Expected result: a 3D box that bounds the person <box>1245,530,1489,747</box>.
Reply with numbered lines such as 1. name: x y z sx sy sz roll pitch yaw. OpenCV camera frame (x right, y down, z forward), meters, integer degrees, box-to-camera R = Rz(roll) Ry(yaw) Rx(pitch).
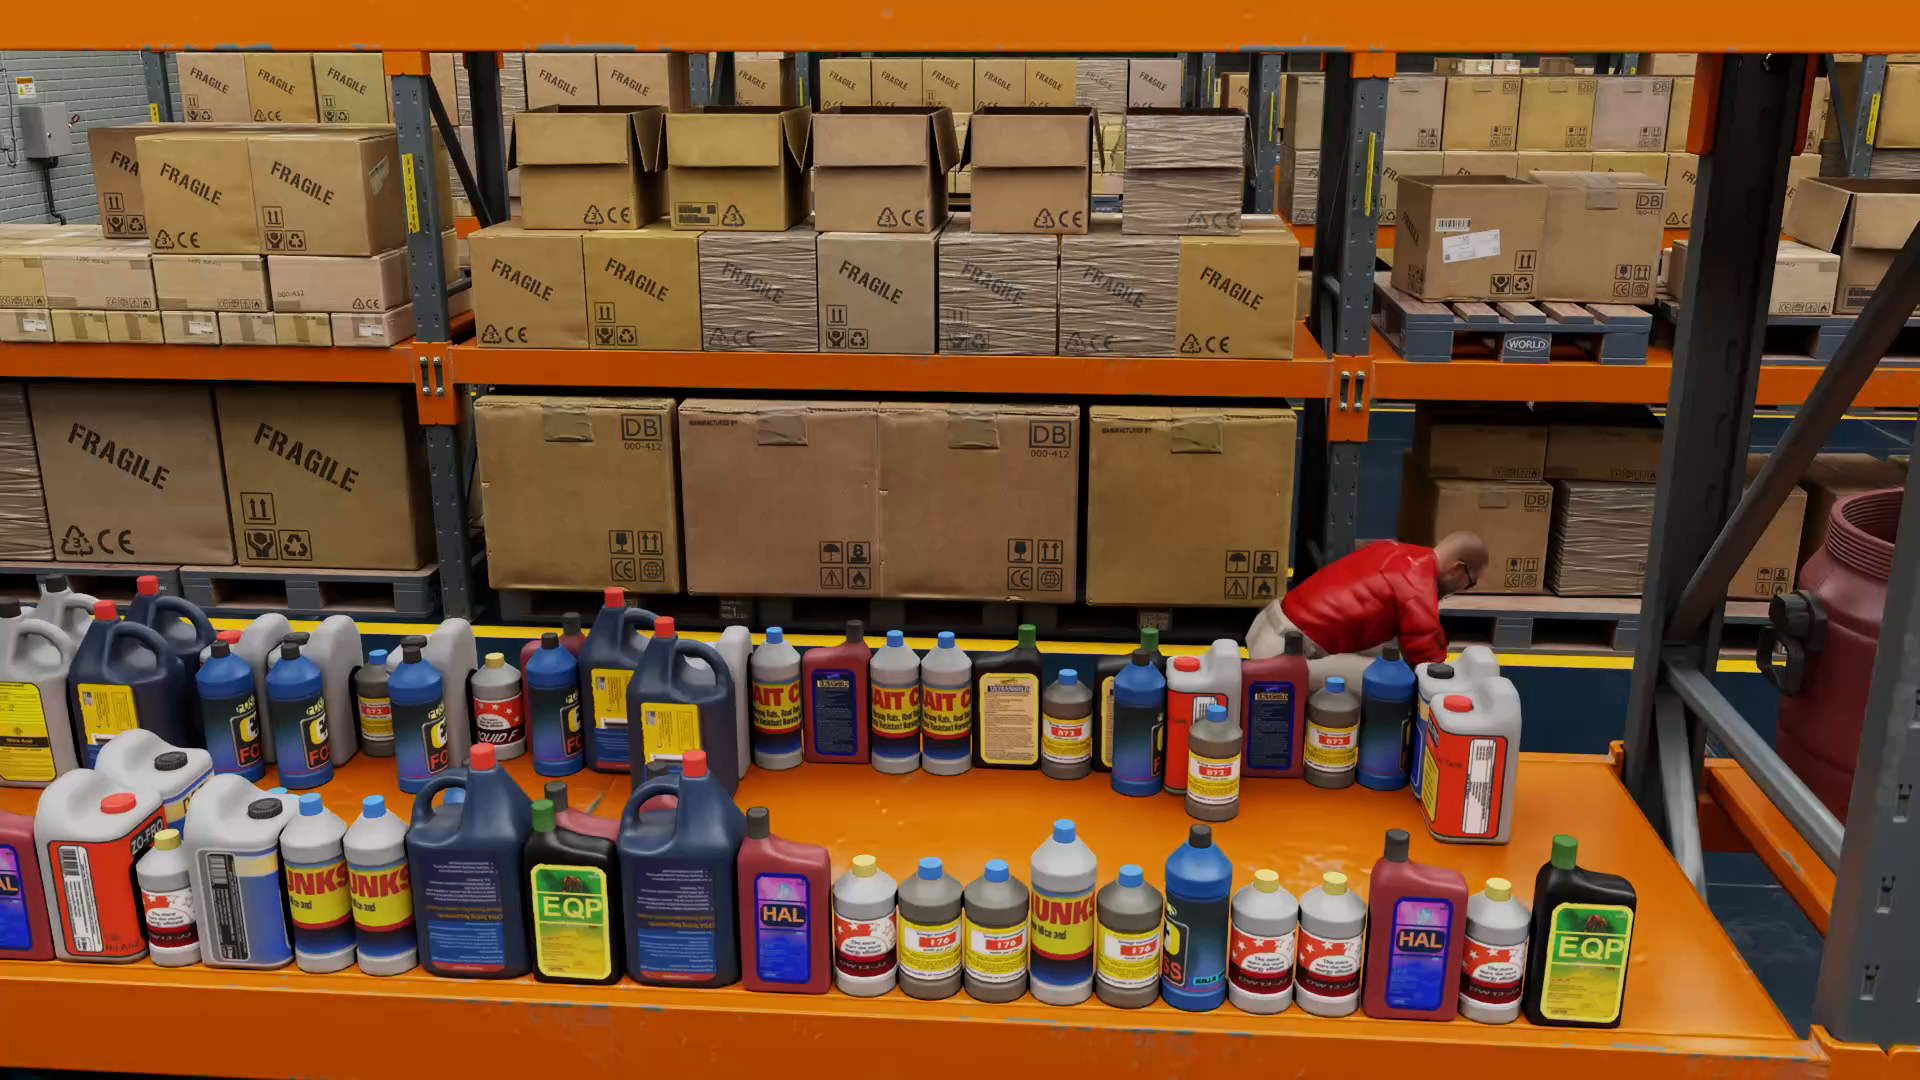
1. person: 1.499 0.413 6.133 0.880 0.915 0.566 1 17 4
